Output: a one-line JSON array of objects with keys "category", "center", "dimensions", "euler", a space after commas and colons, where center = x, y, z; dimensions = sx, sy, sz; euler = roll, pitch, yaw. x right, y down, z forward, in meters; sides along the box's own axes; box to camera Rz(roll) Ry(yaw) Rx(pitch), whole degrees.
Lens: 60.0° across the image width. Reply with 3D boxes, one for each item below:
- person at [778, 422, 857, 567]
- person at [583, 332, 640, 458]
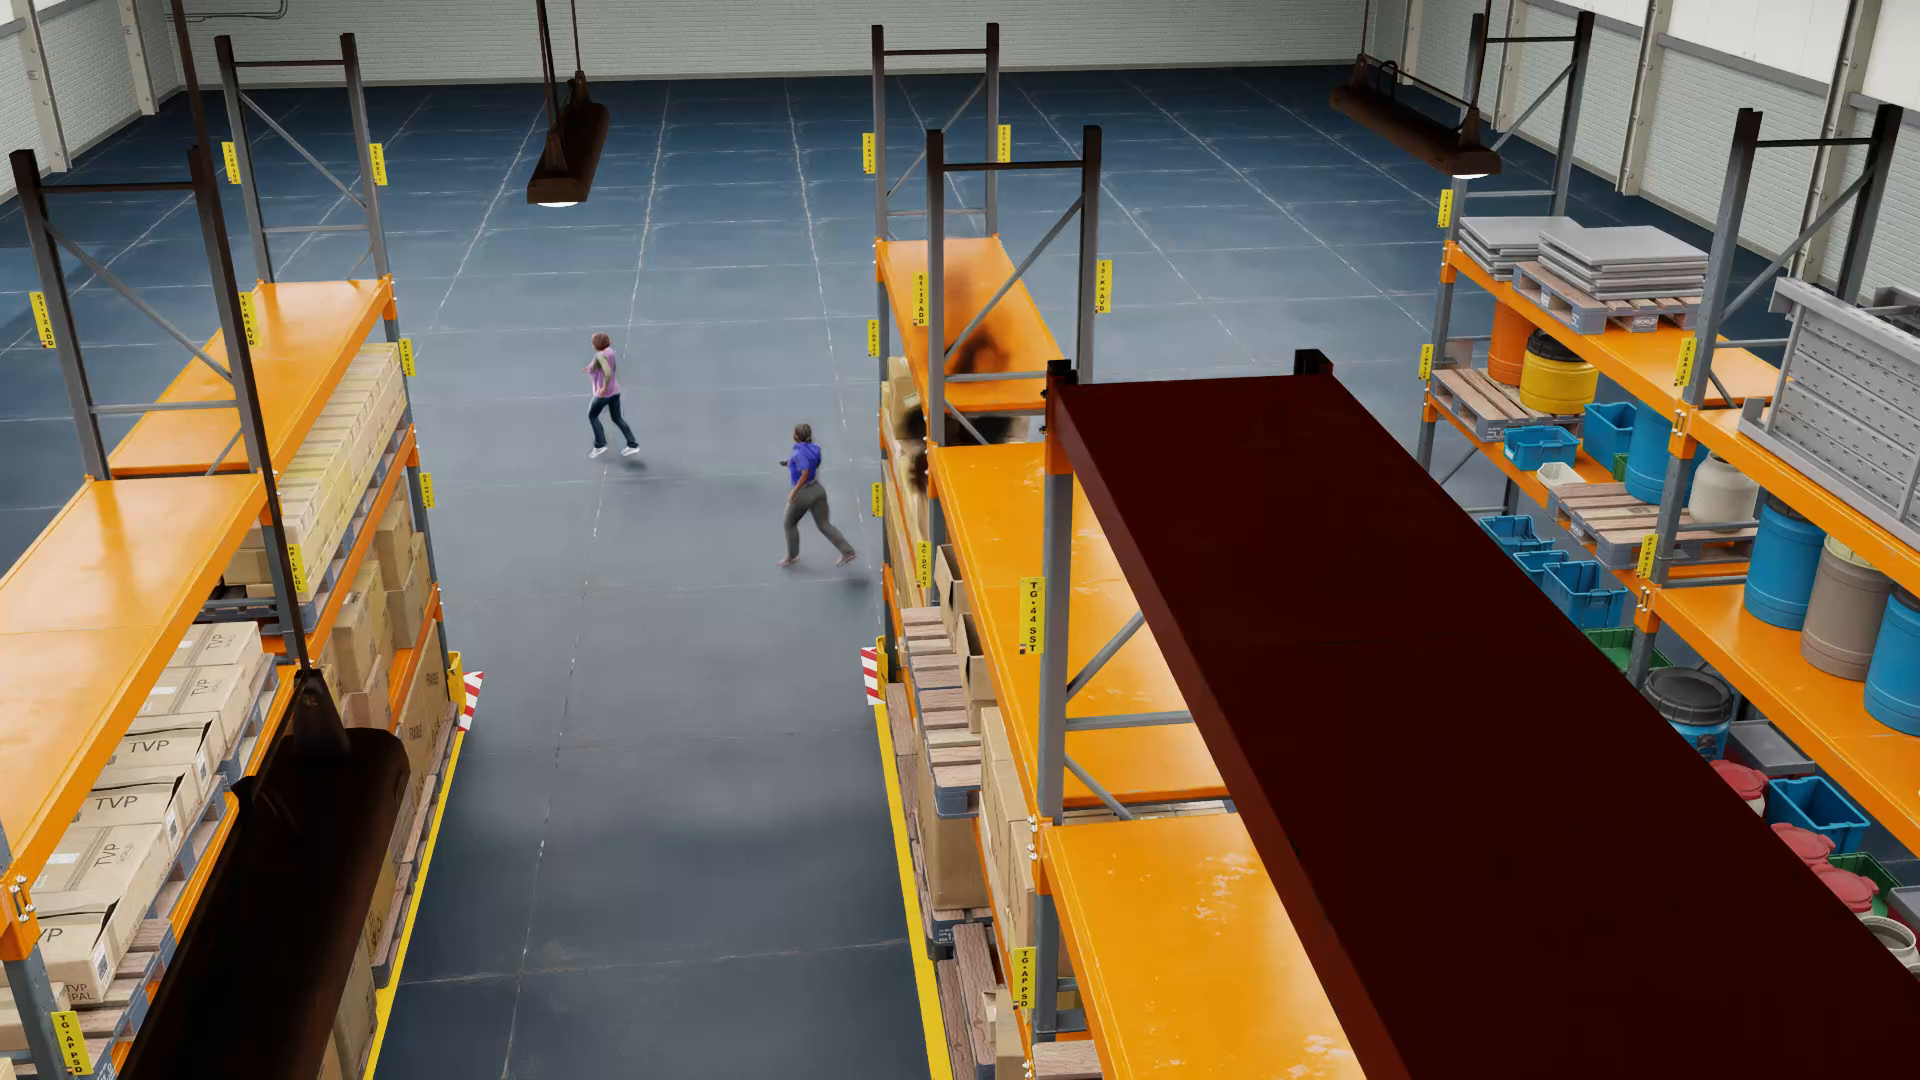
[{"category": "person", "center": [-1.556, -0.414, 17.469], "dimensions": [0.901, 1.697, 0.587], "euler": [16, 30, 30]}, {"category": "person", "center": [-4.288, -1.752, 20.313], "dimensions": [0.729, 1.637, 0.525], "euler": [11, 28, 22]}]
